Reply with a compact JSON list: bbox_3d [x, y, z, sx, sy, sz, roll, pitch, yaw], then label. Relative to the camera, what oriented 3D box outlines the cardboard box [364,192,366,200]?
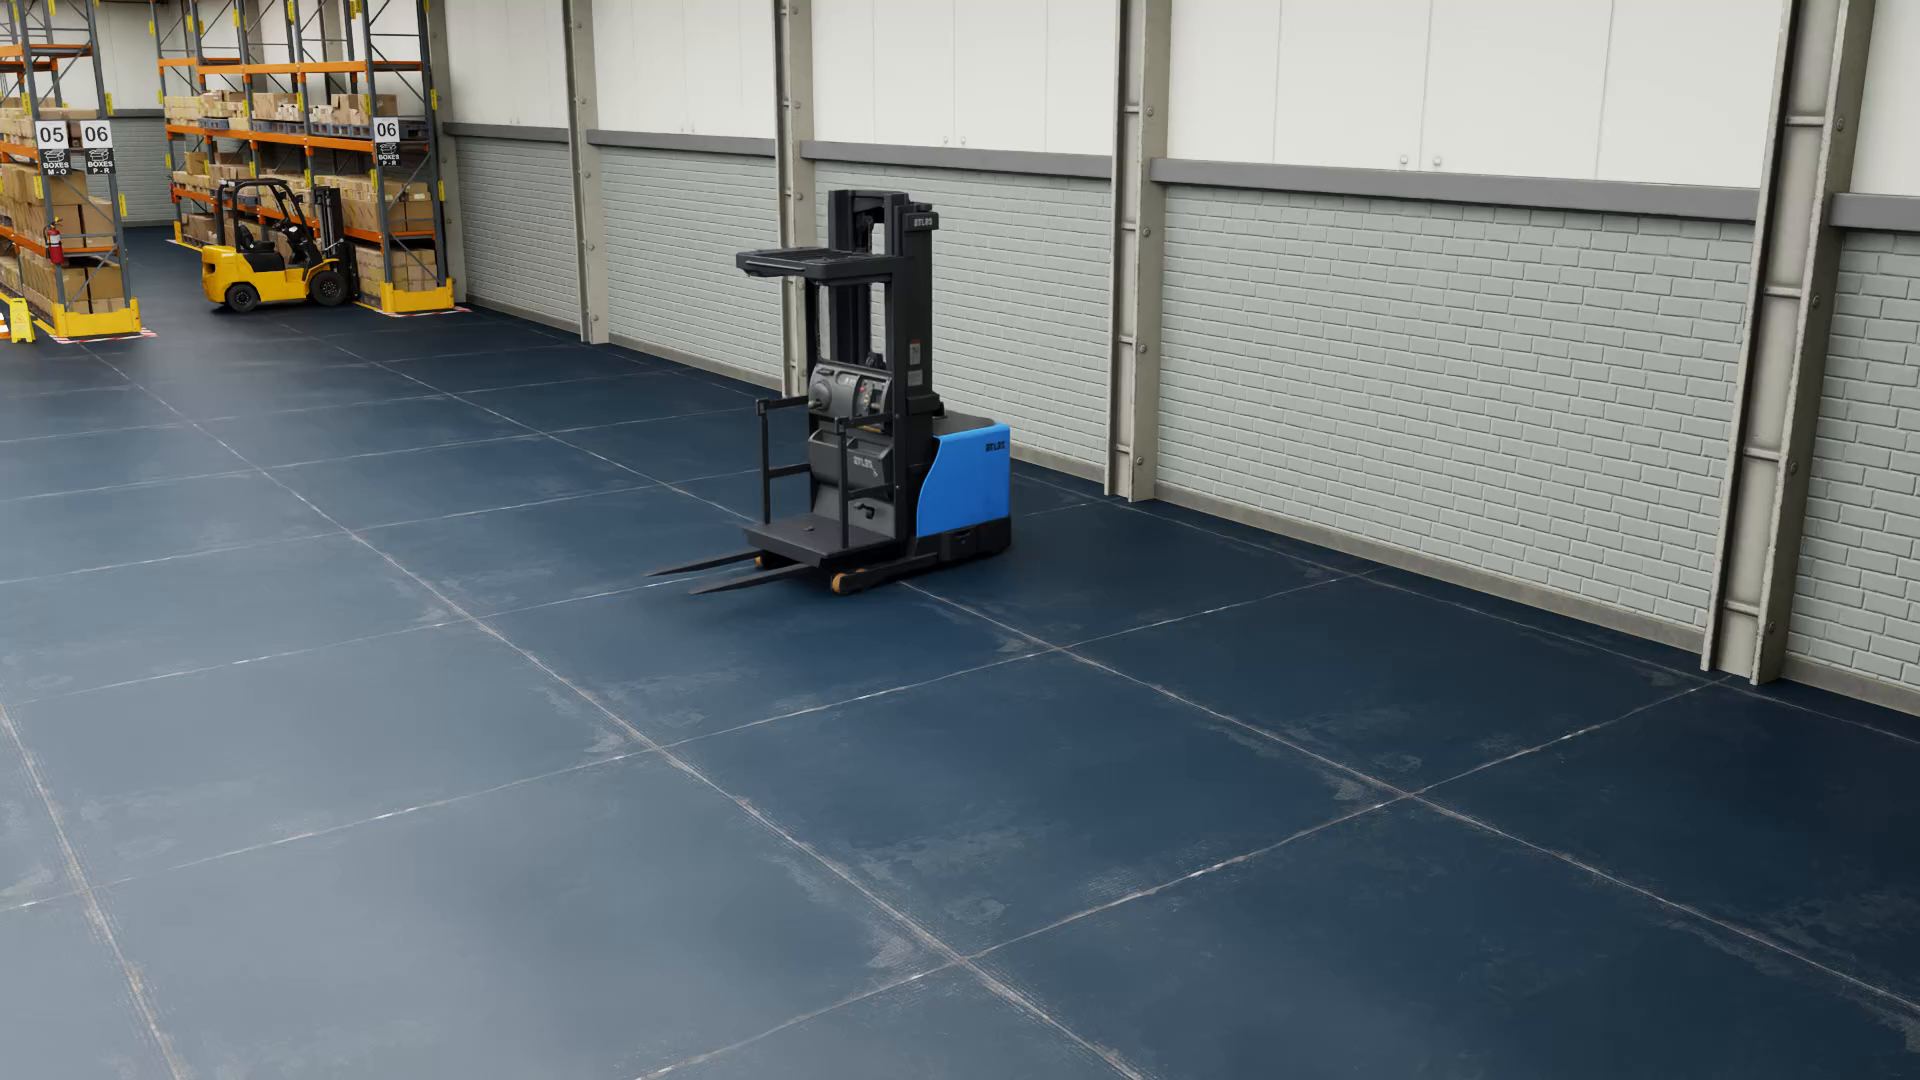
[{"bbox_3d":[-10.016,-5.922,28.613,0.380,0.149,0.250,-10,18,-34],"label":"cardboard box"}]

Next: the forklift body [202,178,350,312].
[{"bbox_3d":[-11.899,-5.128,28.737,2.313,2.155,1.214,-11,19,-35],"label":"forklift body"}]

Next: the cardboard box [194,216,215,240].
[{"bbox_3d":[-17.732,-7.367,39.249,0.500,0.500,0.500,-10,18,-34],"label":"cardboard box"}]

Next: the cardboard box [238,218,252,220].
[{"bbox_3d":[-15.811,-7.013,36.729,0.380,0.149,0.250,-11,19,-35],"label":"cardboard box"}]

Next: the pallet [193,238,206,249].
[{"bbox_3d":[-17.489,-7.040,39.400,1.003,0.211,1.213,-11,19,-35],"label":"pallet"}]

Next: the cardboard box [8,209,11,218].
[{"bbox_3d":[-16.199,-5.647,28.706,0.380,0.149,0.250,-11,19,-34],"label":"cardboard box"}]

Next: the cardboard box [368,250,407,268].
[{"bbox_3d":[-9.831,-4.824,28.538,0.500,0.250,0.500,-10,18,-33],"label":"cardboard box"}]

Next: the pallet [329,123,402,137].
[{"bbox_3d":[-10.425,-7.235,29.315,1.003,0.211,1.213,-11,19,-35],"label":"pallet"}]

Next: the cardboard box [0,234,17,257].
[{"bbox_3d":[-18.364,-5.691,32.415,0.875,0.875,0.875,-11,19,-35],"label":"cardboard box"}]

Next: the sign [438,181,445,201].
[{"bbox_3d":[-8.856,-5.956,28.366,0.100,0.325,0.005,-11,19,-35],"label":"sign"}]

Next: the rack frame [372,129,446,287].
[{"bbox_3d":[-9.308,-5.415,28.180,1.000,3.000,0.127,-11,19,-35],"label":"rack frame"}]

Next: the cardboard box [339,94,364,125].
[{"bbox_3d":[-10.287,-7.452,28.765,0.700,0.500,0.500,-11,19,-34],"label":"cardboard box"}]

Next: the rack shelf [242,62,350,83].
[{"bbox_3d":[-12.836,-9.050,32.217,1.077,0.370,4.000,-11,19,-35],"label":"rack shelf"}]

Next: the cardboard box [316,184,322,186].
[{"bbox_3d":[-11.686,-6.522,30.804,0.380,0.149,0.250,-11,19,-35],"label":"cardboard box"}]

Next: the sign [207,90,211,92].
[{"bbox_3d":[-18.255,-10.788,40.449,0.100,0.325,0.005,-11,19,-35],"label":"sign"}]

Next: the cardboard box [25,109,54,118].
[{"bbox_3d":[-14.290,-6.609,25.824,0.380,0.149,0.250,-11,19,-35],"label":"cardboard box"}]

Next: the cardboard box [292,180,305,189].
[{"bbox_3d":[-12.570,-6.817,31.885,0.380,0.149,0.250,-12,19,-36],"label":"cardboard box"}]

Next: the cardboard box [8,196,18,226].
[{"bbox_3d":[-15.640,-5.553,27.929,0.500,0.500,0.500,-11,19,-35],"label":"cardboard box"}]

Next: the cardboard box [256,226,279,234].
[{"bbox_3d":[-14.507,-6.500,34.852,0.380,0.149,0.250,-12,19,-37],"label":"cardboard box"}]

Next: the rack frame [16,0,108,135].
[{"bbox_3d":[-13.321,-7.538,24.570,1.000,3.000,0.127,-11,19,-35],"label":"rack frame"}]

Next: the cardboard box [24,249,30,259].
[{"bbox_3d":[-15.216,-4.736,27.461,0.380,0.149,0.250,-10,18,-32],"label":"cardboard box"}]

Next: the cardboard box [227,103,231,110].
[{"bbox_3d":[-15.217,-9.138,35.066,0.380,0.149,0.250,-11,19,-34],"label":"cardboard box"}]

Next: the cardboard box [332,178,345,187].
[{"bbox_3d":[-11.086,-6.443,29.953,0.380,0.149,0.250,-11,19,-35],"label":"cardboard box"}]

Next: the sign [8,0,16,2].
[{"bbox_3d":[-13.782,-7.983,24.127,0.100,0.325,0.005,-11,19,-35],"label":"sign"}]

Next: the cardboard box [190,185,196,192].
[{"bbox_3d":[-17.856,-8.262,39.057,0.380,0.149,0.250,-10,18,-33],"label":"cardboard box"}]

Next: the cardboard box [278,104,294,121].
[{"bbox_3d":[-12.734,-8.205,31.874,0.500,0.311,0.500,-12,19,-36],"label":"cardboard box"}]

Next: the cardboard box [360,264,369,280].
[{"bbox_3d":[-10.134,-4.697,29.022,0.500,0.250,0.500,-11,19,-35],"label":"cardboard box"}]

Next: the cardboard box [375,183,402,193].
[{"bbox_3d":[-9.689,-5.964,28.202,0.380,0.149,0.250,-11,19,-34],"label":"cardboard box"}]

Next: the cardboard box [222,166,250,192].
[{"bbox_3d":[-15.495,-7.812,35.953,0.700,0.500,0.500,-11,19,-35],"label":"cardboard box"}]

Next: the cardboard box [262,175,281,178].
[{"bbox_3d":[-13.905,-7.314,33.700,0.380,0.149,0.250,-10,18,-33],"label":"cardboard box"}]

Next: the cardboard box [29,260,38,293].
[{"bbox_3d":[-14.917,-4.345,27.262,0.500,0.500,0.500,-10,18,-32],"label":"cardboard box"}]

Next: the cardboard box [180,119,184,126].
[{"bbox_3d":[-17.894,-9.711,38.669,0.380,0.149,0.250,-11,19,-34],"label":"cardboard box"}]

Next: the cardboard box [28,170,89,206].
[{"bbox_3d":[-13.798,-5.393,25.453,0.700,0.500,0.500,-11,19,-36],"label":"cardboard box"}]

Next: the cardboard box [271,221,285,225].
[{"bbox_3d":[-14.690,-6.815,36.006,0.380,0.149,0.250,-11,19,-36],"label":"cardboard box"}]

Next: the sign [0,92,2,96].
[{"bbox_3d":[-19.944,-9.141,34.534,0.100,0.325,0.005,-11,19,-35],"label":"sign"}]

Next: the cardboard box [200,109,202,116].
[{"bbox_3d":[-16.510,-9.429,36.652,0.380,0.149,0.250,-11,19,-34],"label":"cardboard box"}]

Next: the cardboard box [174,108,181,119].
[{"bbox_3d":[-18.070,-9.996,38.955,0.500,0.250,0.500,-12,19,-36],"label":"cardboard box"}]

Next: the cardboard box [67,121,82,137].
[{"bbox_3d":[-13.401,-6.311,25.490,0.500,0.250,0.500,-11,19,-36],"label":"cardboard box"}]

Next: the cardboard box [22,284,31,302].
[{"bbox_3d":[-15.545,-4.207,28.177,0.500,0.250,0.500,-12,19,-37],"label":"cardboard box"}]

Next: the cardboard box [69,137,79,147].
[{"bbox_3d":[-13.480,-6.133,25.597,0.380,0.149,0.250,-12,19,-36],"label":"cardboard box"}]

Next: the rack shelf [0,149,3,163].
[{"bbox_3d":[-16.849,-7.025,29.742,1.077,0.370,4.000,-11,19,-35],"label":"rack shelf"}]

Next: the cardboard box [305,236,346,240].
[{"bbox_3d":[-12.426,-5.603,32.570,0.875,0.625,0.625,-11,19,-35],"label":"cardboard box"}]

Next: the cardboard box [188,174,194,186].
[{"bbox_3d":[-17.752,-8.443,38.963,0.500,0.250,0.500,-11,19,-36],"label":"cardboard box"}]

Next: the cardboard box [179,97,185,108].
[{"bbox_3d":[-17.760,-10.133,38.510,0.500,0.250,0.500,-10,18,-33],"label":"cardboard box"}]

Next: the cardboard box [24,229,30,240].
[{"bbox_3d":[-15.003,-4.985,27.085,0.380,0.149,0.250,-11,19,-34],"label":"cardboard box"}]

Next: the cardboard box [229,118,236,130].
[{"bbox_3d":[-15.101,-8.784,35.090,0.500,0.250,0.500,-11,19,-35],"label":"cardboard box"}]

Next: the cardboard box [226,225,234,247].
[{"bbox_3d":[-15.941,-6.724,36.902,0.500,0.500,0.500,-11,19,-35],"label":"cardboard box"}]

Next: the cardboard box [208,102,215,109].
[{"bbox_3d":[-16.041,-9.408,36.014,0.380,0.149,0.250,-11,19,-35],"label":"cardboard box"}]

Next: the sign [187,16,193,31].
[{"bbox_3d":[-16.814,-11.280,36.323,0.100,0.325,0.005,-11,19,-35],"label":"sign"}]

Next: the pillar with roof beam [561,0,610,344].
[{"bbox_3d":[-8.943,-6.648,21.320,9.100,9.000,0.400,-11,19,-35],"label":"pillar with roof beam"}]

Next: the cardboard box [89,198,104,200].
[{"bbox_3d":[-13.983,-5.199,26.636,0.500,0.500,0.500,-11,19,-36],"label":"cardboard box"}]

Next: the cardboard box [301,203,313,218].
[{"bbox_3d":[-12.168,-6.264,31.566,0.500,0.250,0.500,-10,18,-33],"label":"cardboard box"}]

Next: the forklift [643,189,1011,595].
[{"bbox_3d":[-1.008,-1.152,12.732,3.031,2.935,1.130,-14,20,-41],"label":"forklift"}]

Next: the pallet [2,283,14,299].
[{"bbox_3d":[-16.854,-4.580,30.410,1.003,0.211,1.213,-11,19,-35],"label":"pallet"}]
